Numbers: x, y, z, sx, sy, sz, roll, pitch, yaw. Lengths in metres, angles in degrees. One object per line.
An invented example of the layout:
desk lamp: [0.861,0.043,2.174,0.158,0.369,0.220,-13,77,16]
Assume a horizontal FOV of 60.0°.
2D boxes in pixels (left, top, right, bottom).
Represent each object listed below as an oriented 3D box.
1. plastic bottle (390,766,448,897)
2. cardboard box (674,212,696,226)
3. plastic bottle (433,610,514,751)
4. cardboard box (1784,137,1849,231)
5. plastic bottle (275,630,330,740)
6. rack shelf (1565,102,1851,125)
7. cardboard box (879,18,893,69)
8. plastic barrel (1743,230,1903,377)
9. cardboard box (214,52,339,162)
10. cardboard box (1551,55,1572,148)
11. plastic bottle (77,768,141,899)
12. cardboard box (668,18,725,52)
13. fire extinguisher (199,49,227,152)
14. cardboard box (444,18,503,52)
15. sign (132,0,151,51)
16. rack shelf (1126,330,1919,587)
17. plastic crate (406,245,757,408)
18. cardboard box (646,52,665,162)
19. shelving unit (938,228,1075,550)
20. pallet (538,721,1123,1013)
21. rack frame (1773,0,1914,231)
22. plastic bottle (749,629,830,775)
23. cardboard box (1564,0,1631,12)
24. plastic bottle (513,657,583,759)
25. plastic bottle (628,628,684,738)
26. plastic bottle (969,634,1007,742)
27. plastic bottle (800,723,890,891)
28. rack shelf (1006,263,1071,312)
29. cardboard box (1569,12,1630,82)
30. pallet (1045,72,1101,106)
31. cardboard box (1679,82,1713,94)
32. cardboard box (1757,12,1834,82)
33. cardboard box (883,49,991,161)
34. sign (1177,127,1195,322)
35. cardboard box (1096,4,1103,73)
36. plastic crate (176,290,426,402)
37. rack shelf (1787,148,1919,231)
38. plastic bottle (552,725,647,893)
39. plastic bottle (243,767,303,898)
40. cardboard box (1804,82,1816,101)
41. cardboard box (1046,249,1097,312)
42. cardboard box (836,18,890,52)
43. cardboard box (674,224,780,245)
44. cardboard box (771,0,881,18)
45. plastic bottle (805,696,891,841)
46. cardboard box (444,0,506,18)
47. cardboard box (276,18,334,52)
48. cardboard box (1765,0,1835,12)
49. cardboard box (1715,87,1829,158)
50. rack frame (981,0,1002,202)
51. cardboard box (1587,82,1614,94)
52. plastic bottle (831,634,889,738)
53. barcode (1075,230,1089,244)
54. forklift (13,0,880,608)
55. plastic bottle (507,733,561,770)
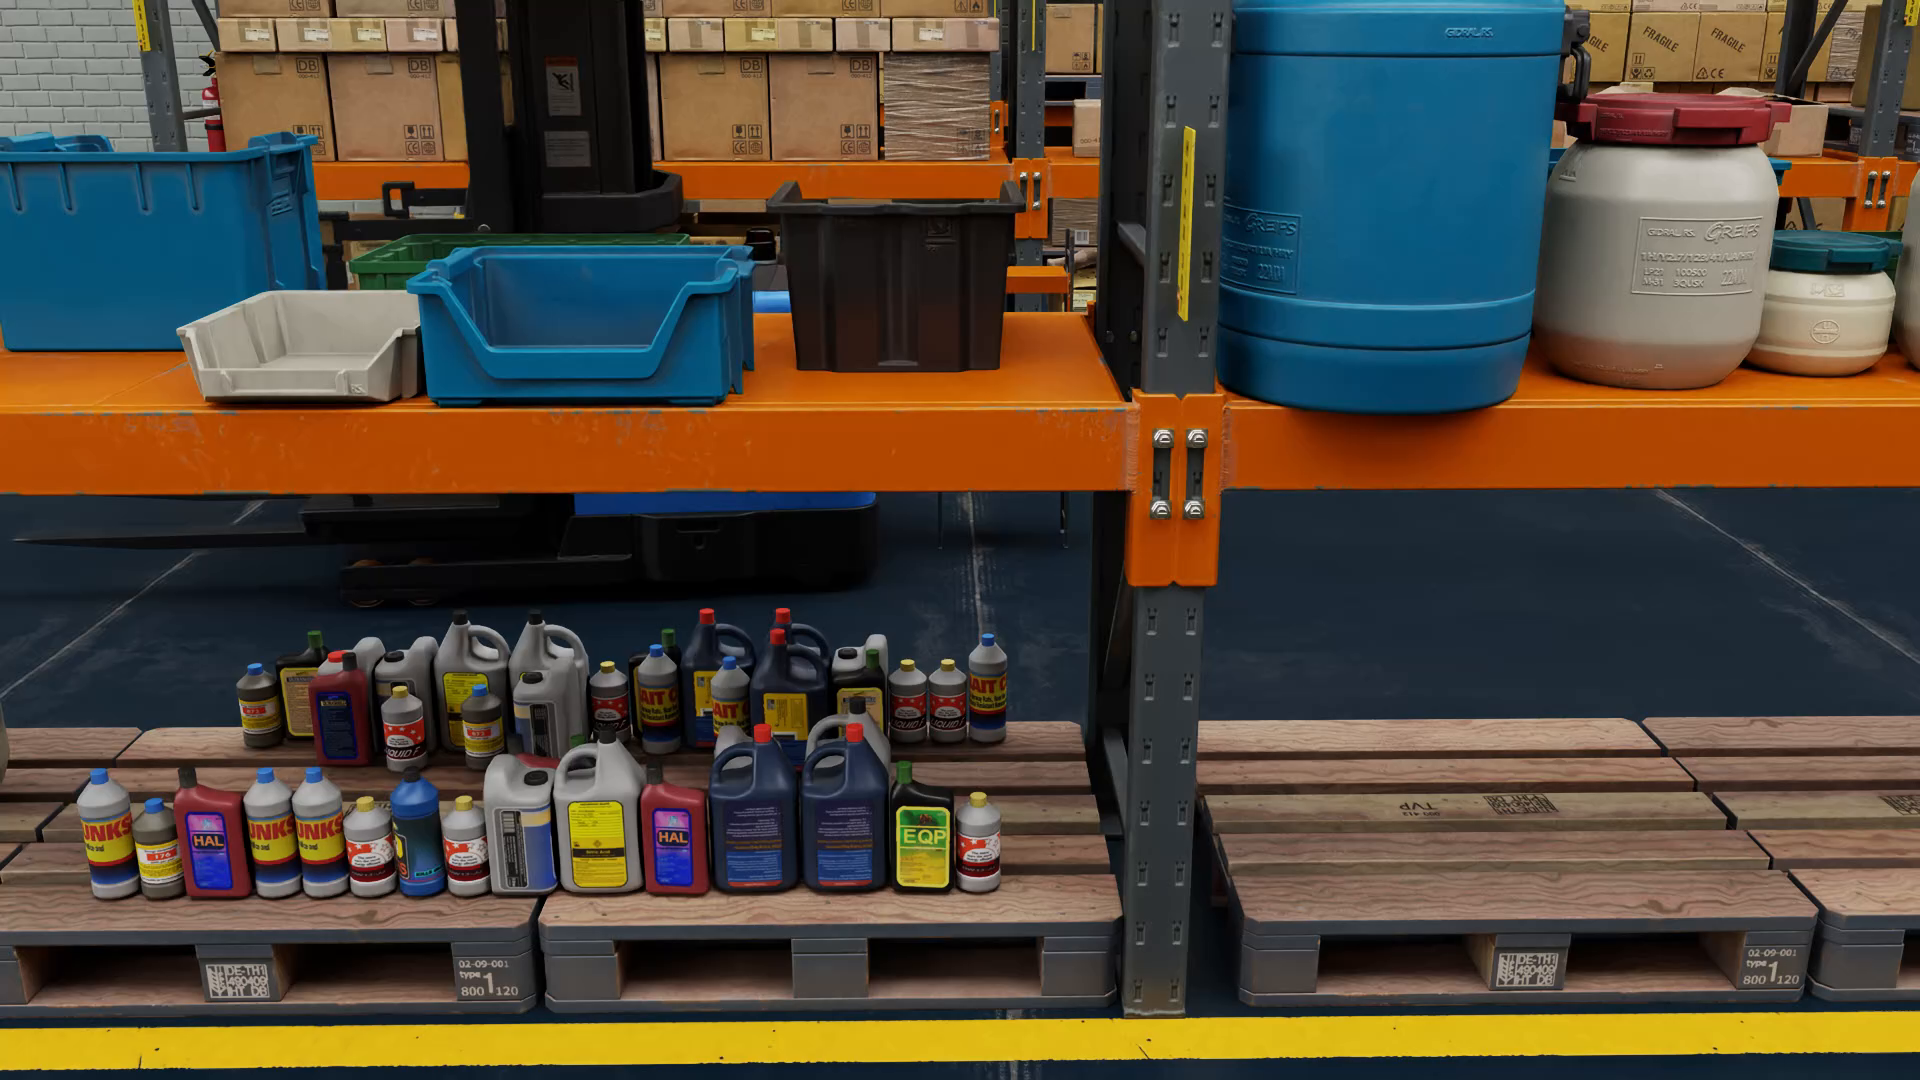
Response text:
plastic bottle: [-1.140,0.605,3.497,0.097,0.271,0.097,0,18,0]
cardboard box: [-1.647,-1.433,8.691,0.500,0.500,0.500,0,18,-1]
plastic bottle: [-1.217,0.346,4.175,0.185,0.351,0.144,0,18,1]
cardboard box: [6.702,-2.780,13.134,0.750,0.750,0.750,0,18,1]
plastic bottle: [-1.657,0.367,4.219,0.133,0.283,0.061,0,18,0]
rack shelf: [6.239,-3.299,13.099,4.000,0.370,1.077,0,18,-1]
cardboard box: [-0.727,-3.807,12.490,0.500,0.500,0.500,0,18,-1]
plastic barrel: [1.722,-0.481,3.362,0.301,0.262,0.301,0,18,0]
cardboard box: [-3.211,-2.127,8.102,0.500,0.500,0.700,0,18,-1]
cardboard box: [2.644,-2.154,8.187,0.500,0.500,0.500,-1,18,-4]
plastic bottle: [-1.785,0.608,3.487,0.097,0.271,0.097,0,18,0]
cardboard box: [-1.216,-2.384,7.843,0.250,0.149,0.380,0,18,1]
fire extinguisher: [-3.803,-2.185,8.575,0.183,0.674,0.296,0,18,-1]
cardboard box: [-2.250,-2.379,7.826,0.250,0.149,0.380,-1,18,-3]
sign: [-3.675,-2.361,7.450,0.005,0.325,0.100,0,18,-1]
rack shelf: [2.396,-0.254,3.607,4.000,0.370,1.077,0,18,-1]
plastic crate: [-0.706,-0.428,3.215,0.616,0.251,0.499,0,18,-1]
cardboard box: [-1.663,-2.135,8.128,0.500,0.500,0.700,0,18,1]
shelving unit: [0.166,-0.572,6.367,0.503,1.200,0.258,0,18,-1]
pallet: [-0.276,0.731,3.922,1.213,0.211,1.003,0,18,-1]
rack frame: [4.321,-2.119,8.243,0.127,3.000,1.000,0,18,-1]
plastic bottle: [-0.415,0.386,4.050,0.185,0.351,0.144,0,18,-1]
cardboard box: [4.726,-4.112,12.543,0.500,0.250,0.500,0,18,0]
plastic bottle: [-1.004,0.426,4.049,0.135,0.276,0.152,0,18,-1]
plastic bottle: [-0.772,0.363,4.232,0.133,0.283,0.061,1,18,2]
plastic bottle: [0.071,0.370,4.229,0.097,0.271,0.097,0,18,0]
plastic bottle: [-0.243,0.556,3.520,0.185,0.351,0.144,-1,18,-2]
rack shelf: [0.166,-0.946,6.247,0.480,0.148,0.258,0,18,-1]
cardboard box: [4.729,-3.755,12.659,0.500,0.500,0.500,0,18,1]
pallet: [1.006,-3.481,12.802,1.213,0.211,1.003,0,18,-1]
cardboard box: [5.600,-3.470,12.831,0.250,0.149,0.380,0,18,0]
cardboard box: [6.270,-3.762,12.680,0.500,0.500,0.500,0,18,1]
cardboard box: [-0.122,-2.143,8.155,0.500,0.500,0.700,-1,18,-2]
sign: [0.394,-0.551,2.901,0.005,0.325,0.100,0,18,-1]
cardboard box: [1.308,-3.862,12.794,0.500,0.500,0.700,2,18,5]
plastic crate: [-1.223,-0.376,3.242,0.437,0.136,0.530,0,18,-1]
rack shelf: [6.321,-1.786,8.383,4.000,0.370,1.077,0,18,-1]
plastic bottle: [-0.758,0.558,3.513,0.185,0.351,0.144,0,18,-1]
plastic bottle: [-1.443,0.607,3.492,0.097,0.271,0.097,0,18,0]
cardboard box: [6.369,-3.463,12.810,0.250,0.149,0.380,0,18,1]
cardboard box: [0.722,-1.347,8.732,0.500,0.311,0.500,0,18,-1]
cardboard box: [-0.456,-2.387,7.852,0.250,0.149,0.380,-1,18,-2]
cardboard box: [-1.138,-1.276,8.202,0.500,0.500,0.500,0,18,-1]
cardboard box: [-0.627,-2.758,7.948,0.500,0.500,0.700,0,18,-1]
plastic bottle: [-0.245,0.512,3.658,0.185,0.351,0.144,0,18,-1]
cardboard box: [-2.128,-2.751,7.927,0.500,0.500,0.700,0,18,-1]
cardboard box: [-3.018,-2.375,7.816,0.250,0.149,0.380,-1,18,-2]
cardboard box: [6.245,-4.122,12.576,0.500,0.250,0.500,-1,18,-2]
cardboard box: [3.957,-2.088,8.293,0.500,0.311,0.500,1,18,3]
rack frame: [0.240,-3.613,12.899,0.127,3.000,1.000,0,18,-1]
cardboard box: [4.824,-3.451,12.775,0.250,0.149,0.380,0,18,0]
plastic bottle: [-0.252,0.378,4.197,0.135,0.276,0.152,0,18,1]
barcode: [0.584,-1.450,7.958,0.075,0.075,0.001,0,18,-1]
forklift: [-1.840,-1.328,5.888,3.031,2.935,1.130,-2,18,-5]
plastic bottle: [-0.923,0.558,3.626,0.133,0.283,0.061,0,18,-1]
